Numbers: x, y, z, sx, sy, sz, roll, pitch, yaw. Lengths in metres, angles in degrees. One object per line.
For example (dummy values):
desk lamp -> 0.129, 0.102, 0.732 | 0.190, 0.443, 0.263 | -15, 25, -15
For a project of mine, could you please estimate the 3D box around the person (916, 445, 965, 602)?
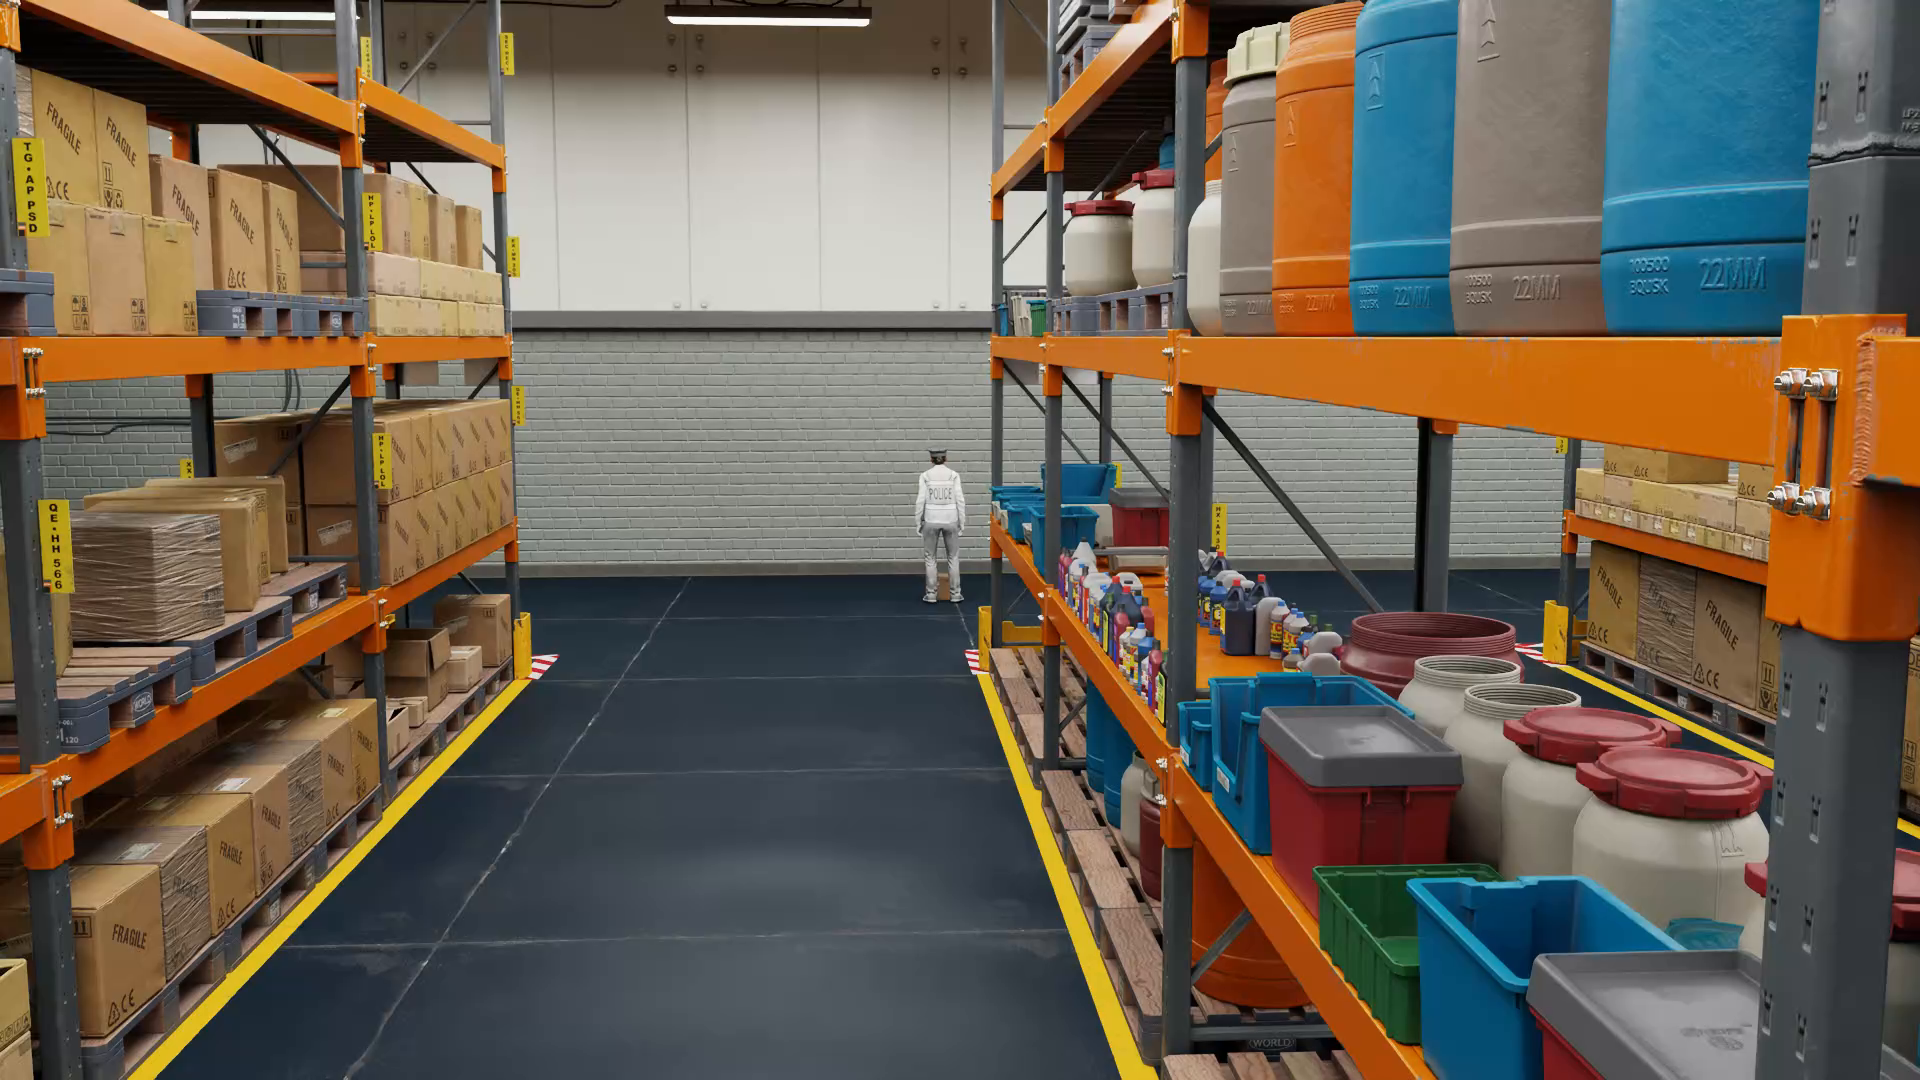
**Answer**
person -> -0.207, -0.167, 17.603 | 0.527, 1.663, 0.376 | 0, 7, -4
